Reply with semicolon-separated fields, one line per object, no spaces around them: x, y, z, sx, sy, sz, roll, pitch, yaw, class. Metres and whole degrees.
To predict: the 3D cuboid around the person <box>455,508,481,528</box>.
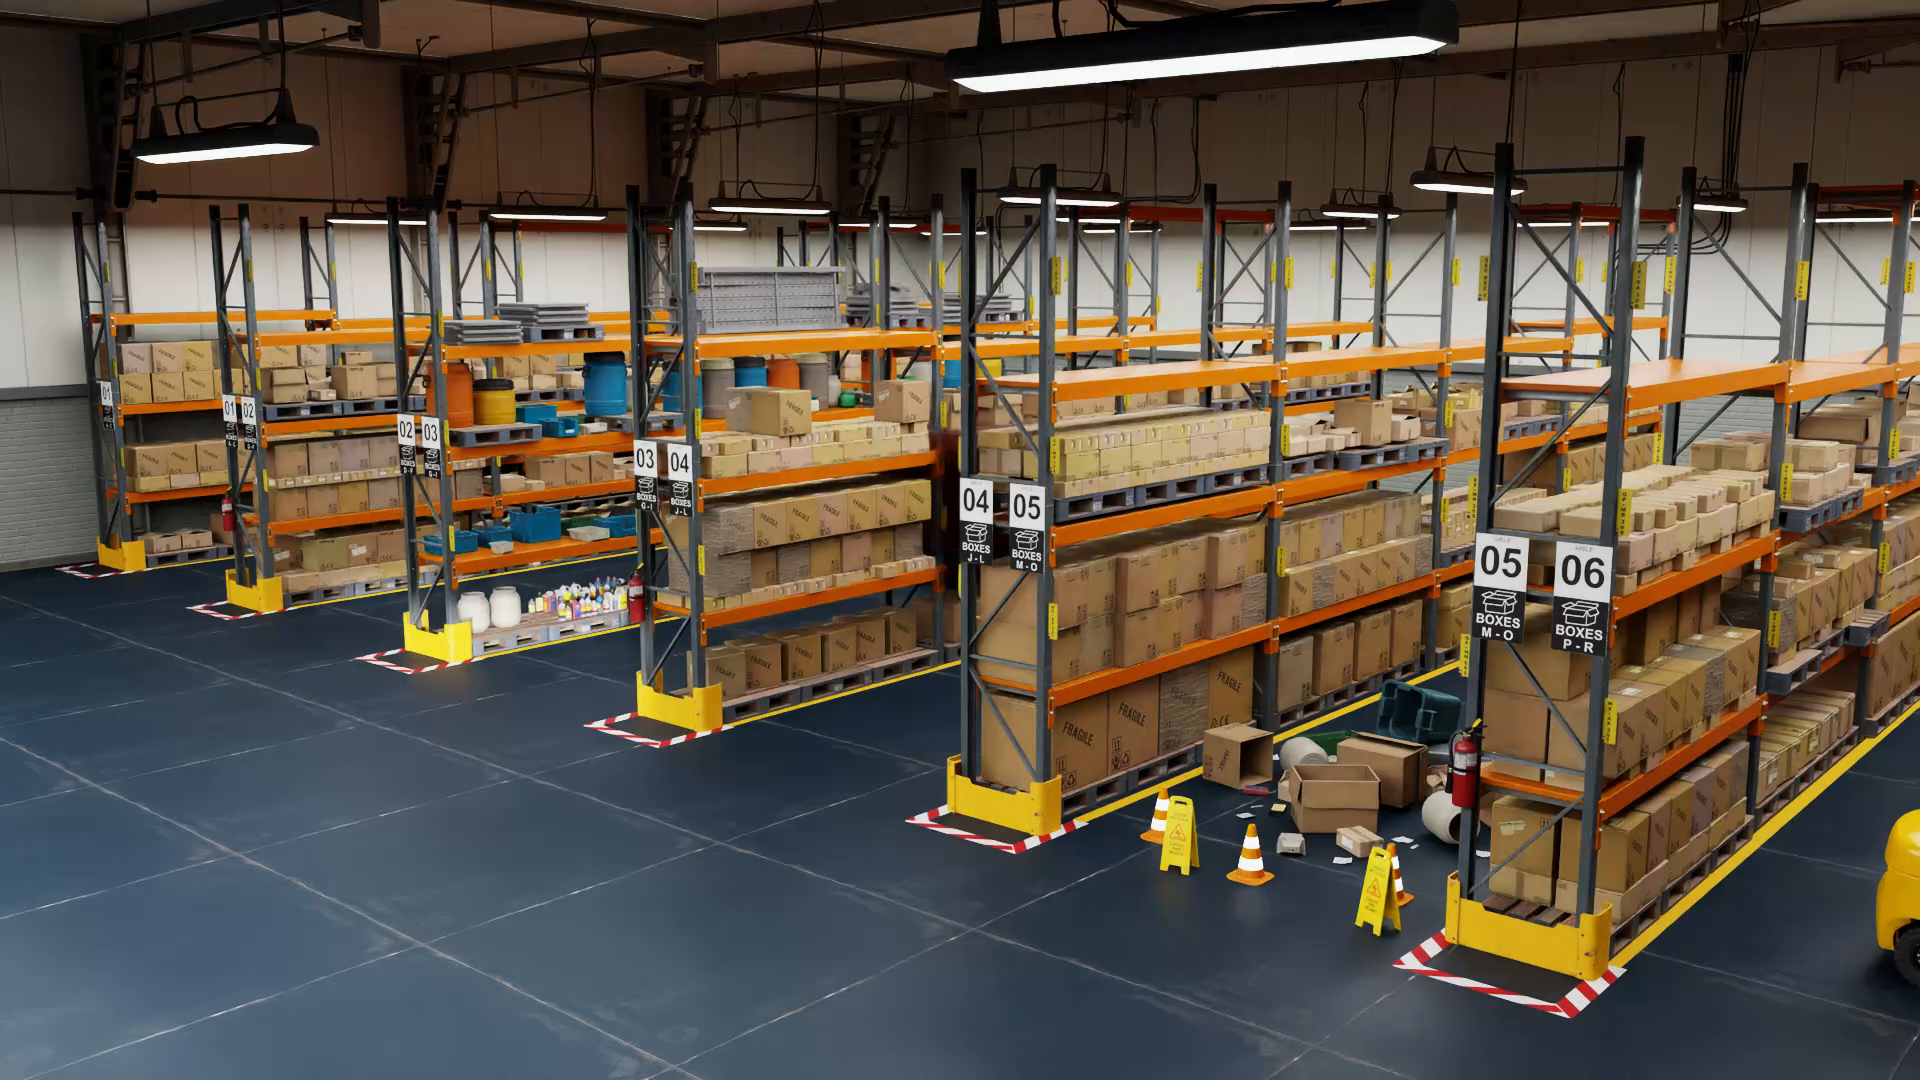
-8.886;-0.583;29.658;0.594;1.699;0.656;9;13;43;person
